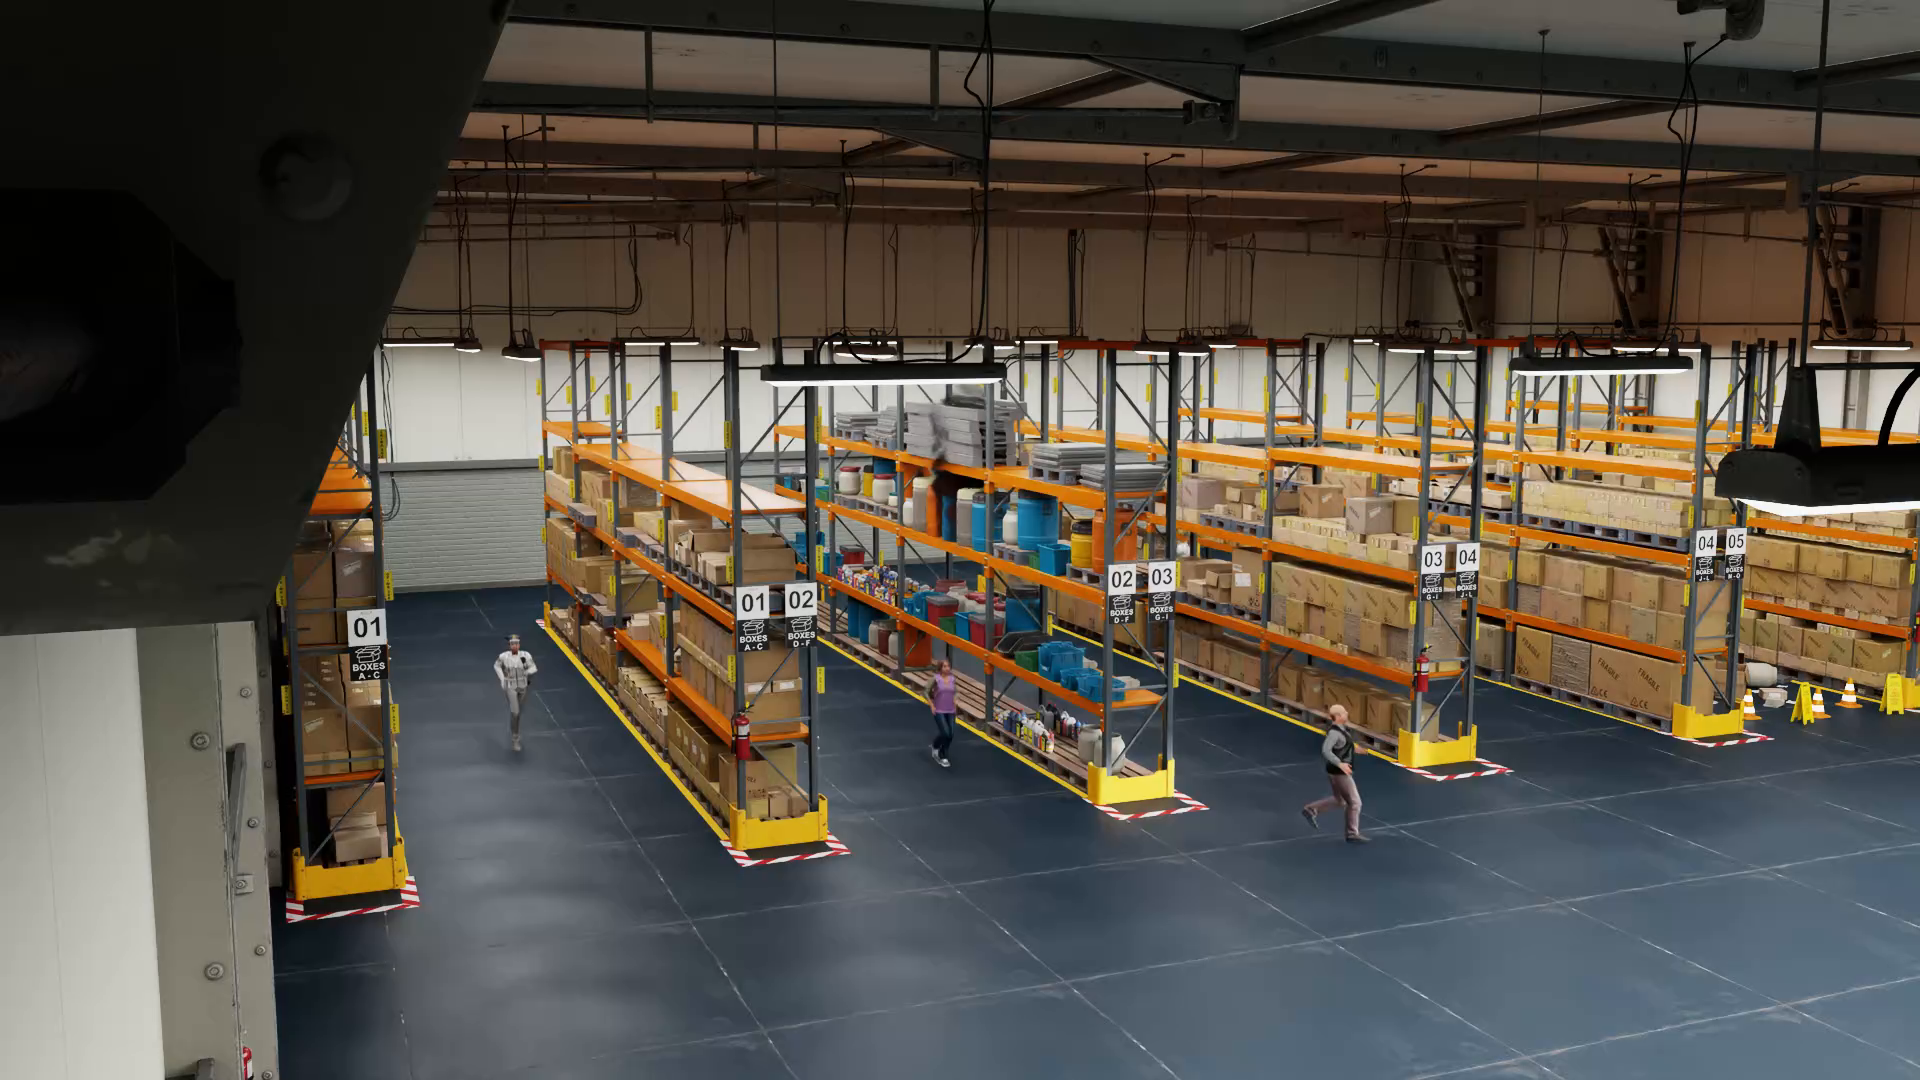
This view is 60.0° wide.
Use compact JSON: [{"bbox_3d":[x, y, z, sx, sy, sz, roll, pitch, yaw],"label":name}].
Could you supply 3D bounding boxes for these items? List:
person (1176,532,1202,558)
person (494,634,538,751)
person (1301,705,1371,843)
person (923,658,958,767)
[{"bbox_3d":[5.073,0.656,36.988,0.686,1.753,0.648,-2,8,-18],"label":"person"},{"bbox_3d":[-6.650,2.259,24.996,0.584,1.754,0.749,-4,8,-27],"label":"person"},{"bbox_3d":[4.623,2.851,20.375,0.860,1.695,0.669,2,8,13],"label":"person"},{"bbox_3d":[-0.222,2.476,23.786,0.503,1.559,0.493,-4,8,-26],"label":"person"}]
